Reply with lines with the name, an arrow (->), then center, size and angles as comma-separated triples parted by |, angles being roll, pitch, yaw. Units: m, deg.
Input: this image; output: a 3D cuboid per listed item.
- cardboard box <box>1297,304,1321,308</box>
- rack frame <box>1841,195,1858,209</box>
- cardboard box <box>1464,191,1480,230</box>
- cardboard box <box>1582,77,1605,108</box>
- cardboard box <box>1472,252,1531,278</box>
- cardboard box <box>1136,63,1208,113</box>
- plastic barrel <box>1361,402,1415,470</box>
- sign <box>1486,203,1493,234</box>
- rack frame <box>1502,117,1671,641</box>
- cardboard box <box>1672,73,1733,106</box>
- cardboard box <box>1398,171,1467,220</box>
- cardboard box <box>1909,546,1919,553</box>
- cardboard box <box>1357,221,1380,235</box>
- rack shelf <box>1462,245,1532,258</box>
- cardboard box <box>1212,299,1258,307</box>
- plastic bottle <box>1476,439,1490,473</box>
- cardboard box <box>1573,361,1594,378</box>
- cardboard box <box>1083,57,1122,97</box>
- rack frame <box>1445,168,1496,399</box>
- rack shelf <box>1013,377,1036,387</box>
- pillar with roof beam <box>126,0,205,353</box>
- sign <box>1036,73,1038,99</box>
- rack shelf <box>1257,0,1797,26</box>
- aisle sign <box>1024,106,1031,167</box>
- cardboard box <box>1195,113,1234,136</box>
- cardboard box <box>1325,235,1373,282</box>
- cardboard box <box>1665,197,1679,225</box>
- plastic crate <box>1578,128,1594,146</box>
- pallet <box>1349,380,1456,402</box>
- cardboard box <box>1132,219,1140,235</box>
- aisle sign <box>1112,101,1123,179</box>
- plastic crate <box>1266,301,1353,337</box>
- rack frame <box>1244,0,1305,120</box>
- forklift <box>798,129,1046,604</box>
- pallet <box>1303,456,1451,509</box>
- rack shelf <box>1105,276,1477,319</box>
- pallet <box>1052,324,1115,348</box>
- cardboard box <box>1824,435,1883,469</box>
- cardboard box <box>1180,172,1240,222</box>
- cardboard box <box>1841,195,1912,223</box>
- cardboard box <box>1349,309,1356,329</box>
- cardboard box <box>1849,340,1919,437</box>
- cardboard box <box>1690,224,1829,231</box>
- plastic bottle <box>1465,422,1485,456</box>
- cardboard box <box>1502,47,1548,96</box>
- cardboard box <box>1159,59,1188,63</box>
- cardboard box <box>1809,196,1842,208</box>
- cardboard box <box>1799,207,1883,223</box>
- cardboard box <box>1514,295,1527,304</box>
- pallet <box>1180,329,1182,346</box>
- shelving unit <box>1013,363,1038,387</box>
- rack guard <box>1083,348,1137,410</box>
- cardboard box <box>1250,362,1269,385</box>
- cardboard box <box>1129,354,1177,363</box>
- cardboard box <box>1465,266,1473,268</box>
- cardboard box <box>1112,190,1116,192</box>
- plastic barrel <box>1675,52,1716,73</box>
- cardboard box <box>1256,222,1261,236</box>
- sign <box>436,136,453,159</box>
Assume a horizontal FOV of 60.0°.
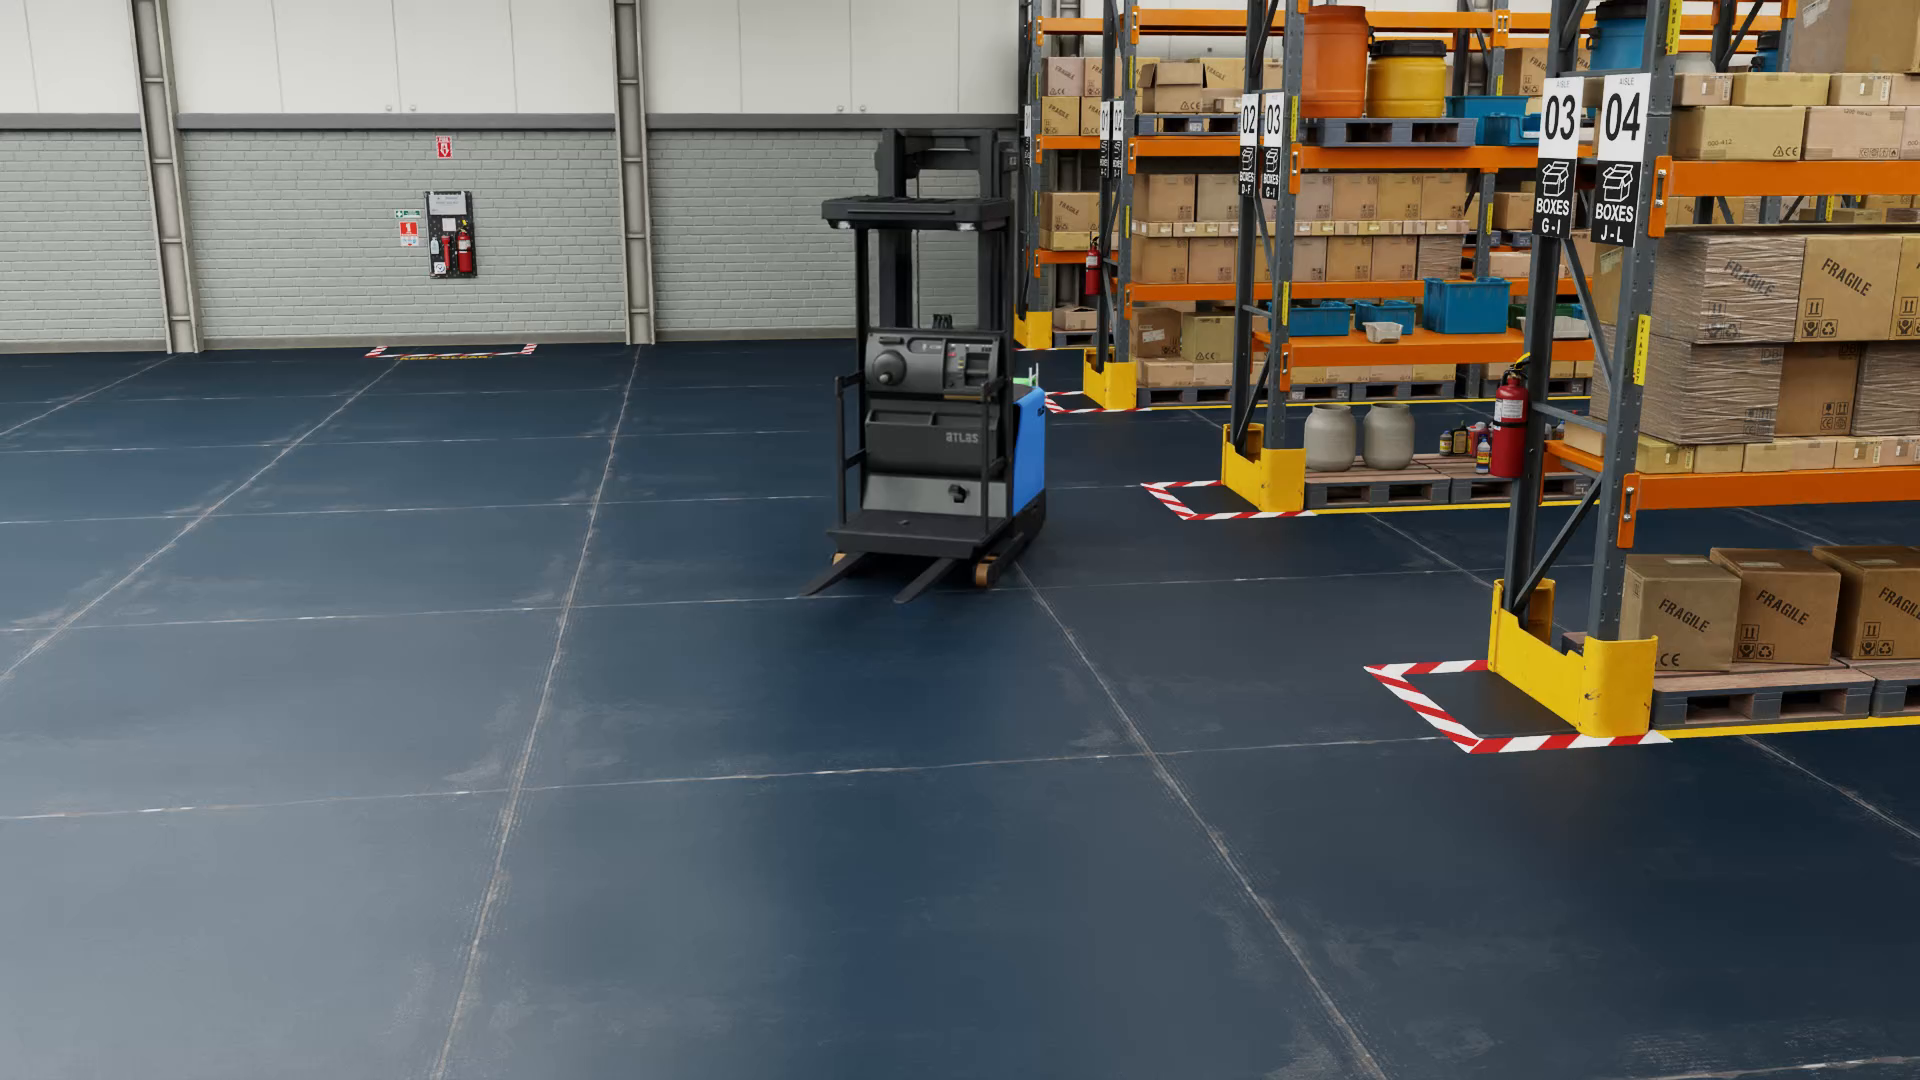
cardboard box -> 4.130, -2.394, 18.850 | 0.500, 0.500, 0.500 | -2, 14, -8
rack frame -> 12.793, -4.620, 24.476 | 0.127, 3.000, 1.000 | -2, 14, -8
cardboard box -> 7.145, -4.667, 23.554 | 0.500, 0.500, 0.700 | -2, 14, -8
cardboard box -> 3.368, -2.271, 8.434 | 0.250, 0.149, 0.380 | -2, 14, -8
cardboard box -> 6.104, -3.094, 18.701 | 0.500, 0.250, 0.500 | -1, 14, -5
cardboard box -> 2.237, -4.790, 17.625 | 0.637, 0.503, 0.797 | -1, 14, -4
plastic barrel -> 3.538, -0.859, 13.732 | 0.421, 0.512, 0.421 | 0, 14, 0
sign -> 5.708, -3.463, 17.923 | 0.005, 0.325, 0.100 | -2, 14, -8
rack frame -> 3.140, -0.610, 8.489 | 0.127, 3.000, 1.000 | -2, 14, -8
cardboard box -> 3.447, -2.140, 7.912 | 0.250, 0.149, 0.380 | -2, 14, -9
cardboard box -> 5.186, -3.799, 18.329 | 0.500, 0.500, 0.700 | -2, 14, -8
cardboard box -> 5.527, 0.322, 9.046 | 0.500, 0.500, 0.500 | -3, 14, -13
cardboard box -> 4.380, -3.404, 18.088 | 0.250, 0.149, 0.380 | -2, 14, -9
rack shelf -> 6.860, -4.053, 23.697 | 4.000, 0.370, 1.077 | -2, 14, -8
cardboard box -> 3.862, -3.284, 23.383 | 0.500, 0.500, 0.500 | -3, 14, -13
plastic bottle -> 4.242, -0.683, 13.482 | 0.097, 0.271, 0.097 | 0, 14, 0
cardboard box -> 7.077, -2.001, 18.824 | 0.500, 0.250, 0.500 | -3, 14, -10
cardboard box -> 1.847, -6.145, 22.088 | 0.500, 0.500, 0.500 | -2, 14, -9
rack frame -> 5.624, -3.138, 18.570 | 0.127, 3.000, 1.000 | -2, 14, -8
rack shelf -> 0.323, -1.157, 12.658 | 0.480, 0.148, 0.258 | 4, 15, 15
pillar with roof beam -> -9.735, -5.858, 17.080 | 0.400, 9.000, 9.100 | -2, 14, -8
sign -> 1.008, -5.933, 21.751 | 0.005, 0.325, 0.100 | -2, 14, -8
rack shelf -> 4.380, -4.241, 12.935 | 4.000, 0.370, 1.077 | -2, 14, -8
aisle sign -> 0.900, -5.371, 22.128 | 0.004, 0.787, 0.394 | -2, 14, -8
cardboard box -> 3.375, -5.721, 22.453 | 0.500, 0.500, 0.500 | -3, 14, -11
cardboard box -> 4.169, -3.131, 18.336 | 0.500, 0.500, 0.700 | -2, 14, -7
cardboard box -> 9.875, -4.650, 23.739 | 0.500, 0.500, 0.500 | -2, 14, -6
plastic crate -> 4.831, -3.118, 12.866 | 0.396, 0.136, 0.243 | -2, 14, -8
pallet -> 4.831, -1.767, 18.834 | 1.213, 0.211, 1.003 | -2, 14, -8
cardboard box -> 2.018, -3.416, 18.138 | 0.250, 0.149, 0.380 | -2, 14, -9
aisle sign -> 1.649, -4.178, 17.372 | 0.004, 0.787, 0.394 | -2, 14, -8
plastic crate -> 2.853, -1.820, 13.617 | 0.616, 0.251, 0.499 | -2, 14, -8
rack frame -> 2.403, -4.712, 12.510 | 0.127, 3.000, 1.000 | -2, 14, -8
forklift -> -0.243, -1.212, 11.028 | 1.130, 2.935, 3.031 | 4, 15, 15
pallet -> 3.275, -0.491, 13.748 | 1.213, 0.211, 1.003 | -2, 14, -8
rack shelf -> 3.646, -2.717, 18.368 | 4.000, 0.370, 1.077 | -2, 14, -8
pallet -> 1.810, -2.856, 23.176 | 1.213, 0.211, 1.003 | -2, 14, -8
cardboard box -> 4.450, -0.473, 8.457 | 0.250, 0.149, 0.380 | -2, 14, -8
cardboard box -> 2.703, -3.707, 17.966 | 0.500, 0.500, 0.700 | -2, 14, -10
cardboard box -> 13.332, -4.781, 24.503 | 0.700, 0.700, 0.980 | -2, 14, -7
cardboard box -> 4.208, -2.268, 18.348 | 0.500, 0.500, 0.500 | -2, 14, -8
cardboard box -> 4.666, -0.871, 8.712 | 0.500, 0.500, 0.875 | -2, 14, -8
cardboard box -> 4.141, -1.387, 8.714 | 0.500, 0.500, 0.500 | -2, 14, -8
plastic bottle -> 4.407, -0.869, 14.214 | 0.135, 0.276, 0.152 | -2, 14, -8
cardboard box -> 6.239, -5.101, 18.132 | 0.500, 0.500, 0.500 | -2, 14, -8
cardboard box -> 2.841, -6.313, 22.759 | 0.500, 0.500, 0.500 | -2, 14, -8
cardboard box -> 12.374, -4.745, 24.117 | 0.500, 0.500, 0.500 | -2, 14, -9
cardboard box -> 10.185, -3.585, 19.283 | 0.500, 0.500, 0.700 | -7, 16, -27
cardboard box -> 8.133, -3.437, 23.995 | 0.500, 0.500, 0.700 | -2, 14, -8
pallet -> 3.014, -2.899, 23.349 | 1.213, 0.211, 1.003 | -2, 14, -8
shelving unit -> 0.323, -0.753, 12.759 | 0.503, 1.200, 0.258 | 4, 15, 15
rack guard -> 1.645, -1.780, 18.292 | 0.348, 0.500, 1.175 | -2, 14, -8
cardboard box -> 3.220, -1.866, 18.287 | 0.500, 0.250, 0.500 | -2, 14, -8
cardboard box -> 2.155, -1.954, 18.636 | 0.500, 0.250, 0.500 | -2, 14, -8
cardboard box -> 7.560, -3.795, 23.881 | 0.500, 0.250, 0.500 | -2, 14, -7
cardboard box -> 2.371, -4.589, 23.081 | 0.500, 0.500, 0.500 | -2, 14, -10
plastic barrel -> 5.903, -3.691, 13.515 | 0.421, 0.512, 0.421 | 0, 14, 0
cardboard box -> 3.109, -3.357, 17.901 | 0.250, 0.149, 0.380 | -3, 14, -10
sign -> -6.915, -5.269, 22.298 | 0.199, 0.298, 0.001 | -2, 14, -8
